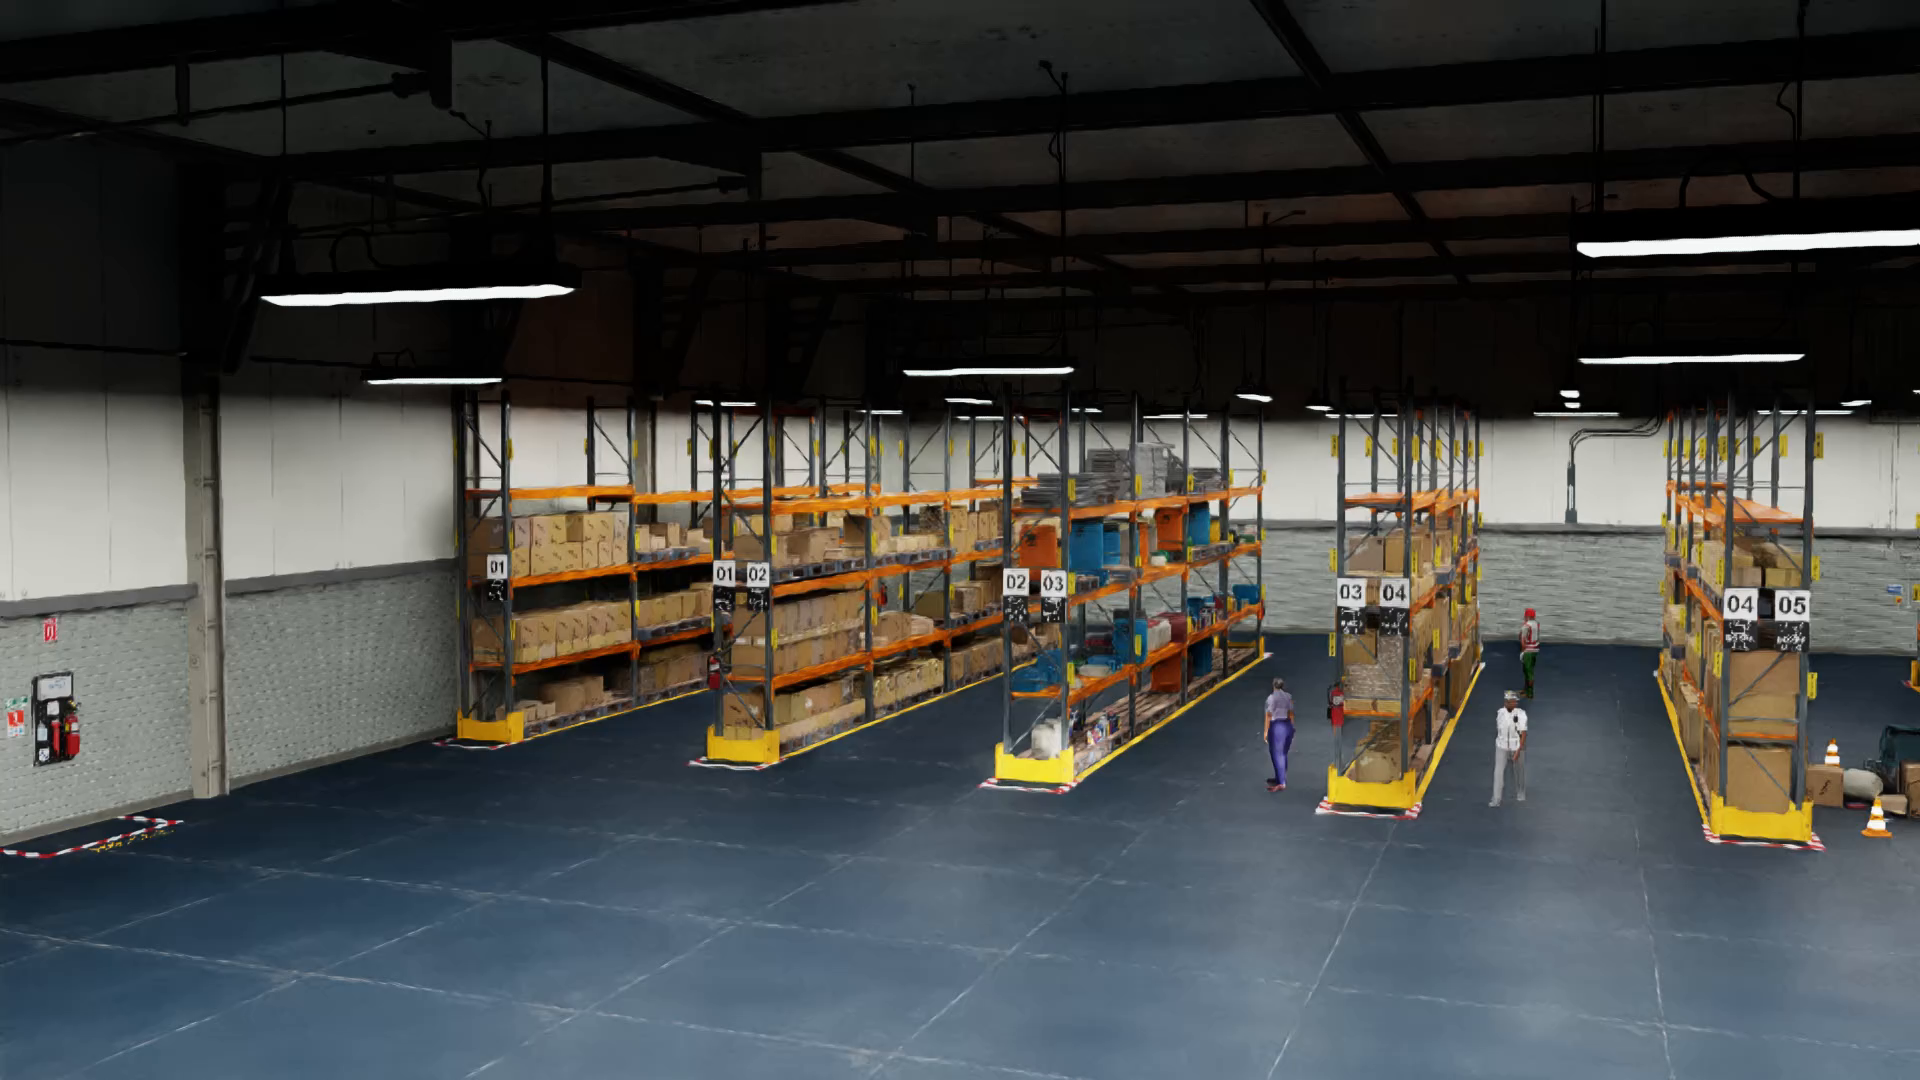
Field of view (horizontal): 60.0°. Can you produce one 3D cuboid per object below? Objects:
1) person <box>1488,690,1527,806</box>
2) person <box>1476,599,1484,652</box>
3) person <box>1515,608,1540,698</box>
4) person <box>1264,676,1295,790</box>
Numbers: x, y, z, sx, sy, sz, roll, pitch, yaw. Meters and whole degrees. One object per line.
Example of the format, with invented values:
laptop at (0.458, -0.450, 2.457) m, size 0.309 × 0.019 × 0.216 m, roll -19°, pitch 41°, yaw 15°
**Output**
person at (7.710, 2.892, 23.265) m, size 0.441 × 1.623 × 0.992 m, roll 2°, pitch 4°, yaw 29°
person at (12.471, 1.952, 40.645) m, size 0.485 × 1.619 × 0.947 m, roll 3°, pitch 4°, yaw 45°
person at (11.387, 2.251, 33.448) m, size 0.608 × 1.787 × 0.490 m, roll -3°, pitch 4°, yaw -40°
person at (4.672, 2.819, 24.503) m, size 0.598 × 1.644 × 0.556 m, roll -3°, pitch 4°, yaw -39°
